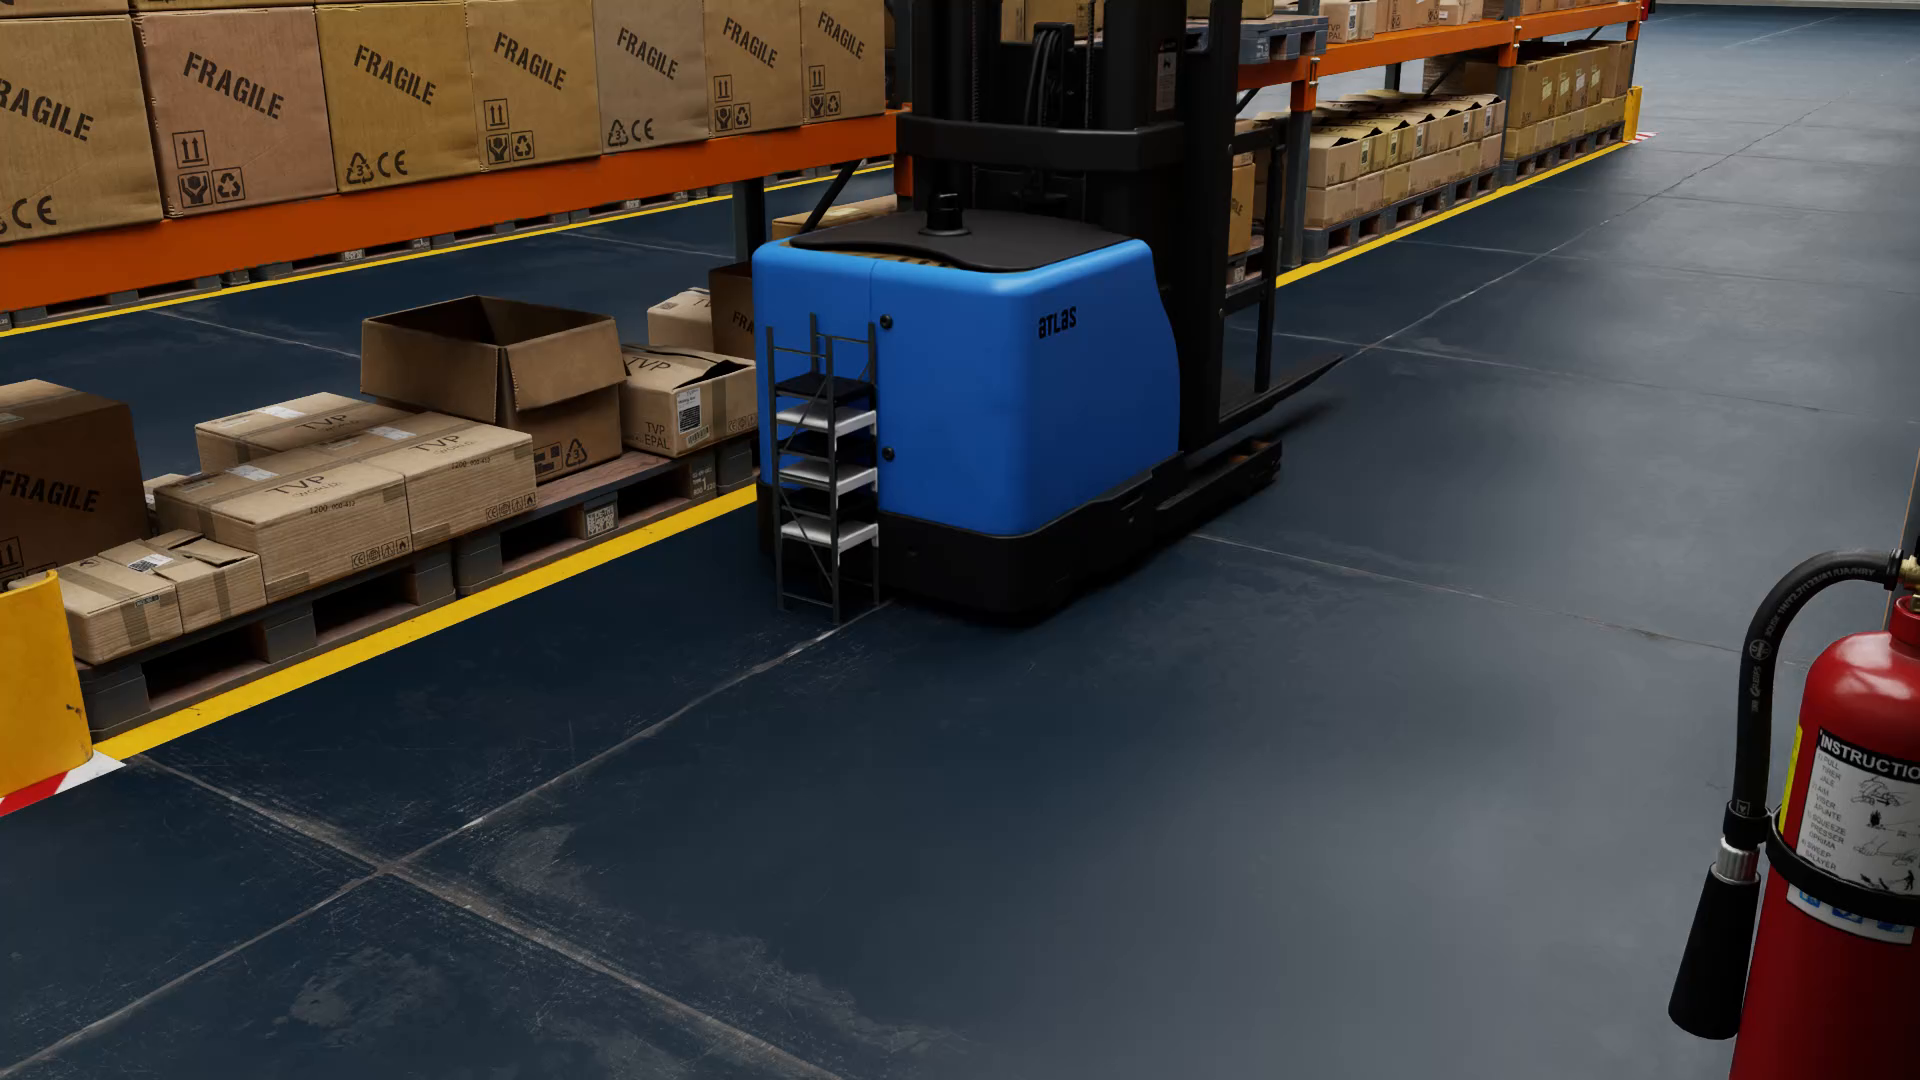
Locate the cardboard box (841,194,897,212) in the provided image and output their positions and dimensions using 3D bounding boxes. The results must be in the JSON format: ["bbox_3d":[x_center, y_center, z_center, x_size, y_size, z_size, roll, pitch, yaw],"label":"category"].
[{"bbox_3d":[-0.244,-1.414,8.233,0.500,0.500,0.500,13,24,32],"label":"cardboard box"}]

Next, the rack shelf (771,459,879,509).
[{"bbox_3d":[-0.409,-0.179,5.048,0.258,0.077,0.200,13,24,31],"label":"rack shelf"}]

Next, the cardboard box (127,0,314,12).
[{"bbox_3d":[-2.062,-1.638,4.284,0.500,0.500,0.500,14,24,32],"label":"cardboard box"}]

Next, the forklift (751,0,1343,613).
[{"bbox_3d":[0.573,-1.613,5.900,1.130,2.935,3.031,13,24,31],"label":"forklift"}]

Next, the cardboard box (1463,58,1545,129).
[{"bbox_3d":[4.448,-3.669,13.637,0.500,0.500,0.500,13,24,32],"label":"cardboard box"}]

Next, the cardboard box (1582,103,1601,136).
[{"bbox_3d":[5.569,-3.892,15.321,0.500,0.250,0.500,13,24,32],"label":"cardboard box"}]

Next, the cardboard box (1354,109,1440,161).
[{"bbox_3d":[3.082,-2.899,11.829,0.500,0.311,0.500,13,24,31],"label":"cardboard box"}]

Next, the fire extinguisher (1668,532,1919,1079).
[{"bbox_3d":[0.815,0.235,1.456,0.296,0.674,0.183,13,24,32],"label":"fire extinguisher"}]

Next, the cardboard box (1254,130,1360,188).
[{"bbox_3d":[2.217,-2.454,10.624,0.500,0.311,0.500,14,25,34],"label":"cardboard box"}]

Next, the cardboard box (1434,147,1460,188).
[{"bbox_3d":[3.362,-2.778,12.310,0.500,0.250,0.500,14,24,33],"label":"cardboard box"}]

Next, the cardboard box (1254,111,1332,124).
[{"bbox_3d":[2.343,-2.854,11.705,0.500,0.311,0.500,13,24,31],"label":"cardboard box"}]

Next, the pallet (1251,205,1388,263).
[{"bbox_3d":[2.175,-2.111,11.167,1.003,0.211,1.213,13,24,32],"label":"pallet"}]

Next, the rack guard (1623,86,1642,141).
[{"bbox_3d":[6.190,-4.320,16.723,1.175,0.500,0.348,13,24,32],"label":"rack guard"}]

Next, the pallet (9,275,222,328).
[{"bbox_3d":[-5.045,-1.483,9.470,1.003,0.211,1.213,13,24,32],"label":"pallet"}]

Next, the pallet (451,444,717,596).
[{"bbox_3d":[-1.641,-0.186,5.964,1.003,0.211,1.213,13,24,32],"label":"pallet"}]

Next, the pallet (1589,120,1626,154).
[{"bbox_3d":[5.782,-3.950,16.140,1.003,0.211,1.213,13,24,32],"label":"pallet"}]

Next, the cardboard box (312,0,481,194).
[{"bbox_3d":[-1.780,-1.310,4.839,0.500,0.500,0.500,13,24,32],"label":"cardboard box"}]

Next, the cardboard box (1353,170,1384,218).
[{"bbox_3d":[2.499,-2.335,11.112,0.500,0.250,0.500,13,24,30],"label":"cardboard box"}]

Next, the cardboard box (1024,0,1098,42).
[{"bbox_3d":[0.217,-2.588,7.689,0.700,0.500,0.500,18,27,40],"label":"cardboard box"}]

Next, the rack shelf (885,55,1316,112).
[{"bbox_3d":[0.555,-2.279,8.639,1.077,0.370,4.000,13,24,32],"label":"rack shelf"}]

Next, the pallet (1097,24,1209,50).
[{"bbox_3d":[0.590,-2.541,8.588,1.003,0.211,1.213,13,24,32],"label":"pallet"}]

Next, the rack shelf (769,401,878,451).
[{"bbox_3d":[-0.409,-0.348,4.985,0.258,0.077,0.200,13,24,31],"label":"rack shelf"}]

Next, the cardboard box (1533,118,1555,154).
[{"bbox_3d":[4.725,-3.462,14.158,0.500,0.250,0.500,13,24,32],"label":"cardboard box"}]

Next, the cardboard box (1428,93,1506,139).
[{"bbox_3d":[3.938,-3.336,13.010,0.500,0.311,0.500,13,24,32],"label":"cardboard box"}]

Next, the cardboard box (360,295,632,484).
[{"bbox_3d":[-1.621,-0.538,5.860,0.797,0.503,0.637,13,24,32],"label":"cardboard box"}]

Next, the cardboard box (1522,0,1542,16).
[{"bbox_3d":[4.464,-4.666,13.911,0.700,0.500,0.500,13,24,31],"label":"cardboard box"}]

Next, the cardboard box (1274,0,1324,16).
[{"bbox_3d":[1.920,-3.244,10.340,0.500,0.311,0.500,15,25,35],"label":"cardboard box"}]

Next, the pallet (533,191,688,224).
[{"bbox_3d":[-2.824,-2.615,12.530,1.003,0.211,1.213,13,24,32],"label":"pallet"}]

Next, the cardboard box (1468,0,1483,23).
[{"bbox_3d":[3.688,-4.118,12.789,0.500,0.250,0.500,15,25,35],"label":"cardboard box"}]

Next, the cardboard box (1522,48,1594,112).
[{"bbox_3d":[5.289,-4.100,14.802,0.500,0.500,0.500,13,24,32],"label":"cardboard box"}]

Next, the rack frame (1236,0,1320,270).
[{"bbox_3d":[1.680,-3.190,10.066,1.000,3.000,0.127,13,24,32],"label":"rack frame"}]

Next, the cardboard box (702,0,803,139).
[{"bbox_3d":[-0.926,-1.748,6.022,0.500,0.500,0.500,14,25,33],"label":"cardboard box"}]

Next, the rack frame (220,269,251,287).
[{"bbox_3d":[-4.663,-3.010,9.577,1.000,3.000,0.127,13,24,32],"label":"rack frame"}]

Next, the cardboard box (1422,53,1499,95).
[{"bbox_3d":[4.299,-3.914,14.299,0.500,0.500,0.500,13,24,32],"label":"cardboard box"}]

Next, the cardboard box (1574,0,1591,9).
[{"bbox_3d":[5.329,-5.108,15.106,0.700,0.500,0.500,13,24,32],"label":"cardboard box"}]

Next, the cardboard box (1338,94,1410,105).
[{"bbox_3d":[3.204,-3.296,12.901,0.500,0.311,0.500,13,24,31],"label":"cardboard box"}]

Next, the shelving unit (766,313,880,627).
[{"bbox_3d":[-0.409,-0.210,5.036,0.258,0.900,0.210,13,24,31],"label":"shelving unit"}]

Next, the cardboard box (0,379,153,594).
[{"bbox_3d":[-2.716,-0.133,4.769,0.500,0.500,0.500,13,24,32],"label":"cardboard box"}]

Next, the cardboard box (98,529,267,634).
[{"bbox_3d":[-2.157,0.103,4.613,0.380,0.166,0.250,13,24,32],"label":"cardboard box"}]

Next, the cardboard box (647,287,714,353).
[{"bbox_3d":[-0.984,-0.910,7.142,0.500,0.311,0.500,13,24,32],"label":"cardboard box"}]

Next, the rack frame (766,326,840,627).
[{"bbox_3d":[-0.466,-0.181,4.957,0.240,0.900,0.006,13,24,31],"label":"rack frame"}]

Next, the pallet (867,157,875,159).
[{"bbox_3d":[-0.576,-3.764,15.637,1.003,0.211,1.213,13,24,32],"label":"pallet"}]

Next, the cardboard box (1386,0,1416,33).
[{"bbox_3d":[2.905,-3.873,11.767,0.500,0.500,0.500,13,24,32],"label":"cardboard box"}]

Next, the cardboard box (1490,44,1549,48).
[{"bbox_3d":[5.141,-4.344,15.463,0.500,0.500,0.500,13,24,32],"label":"cardboard box"}]
